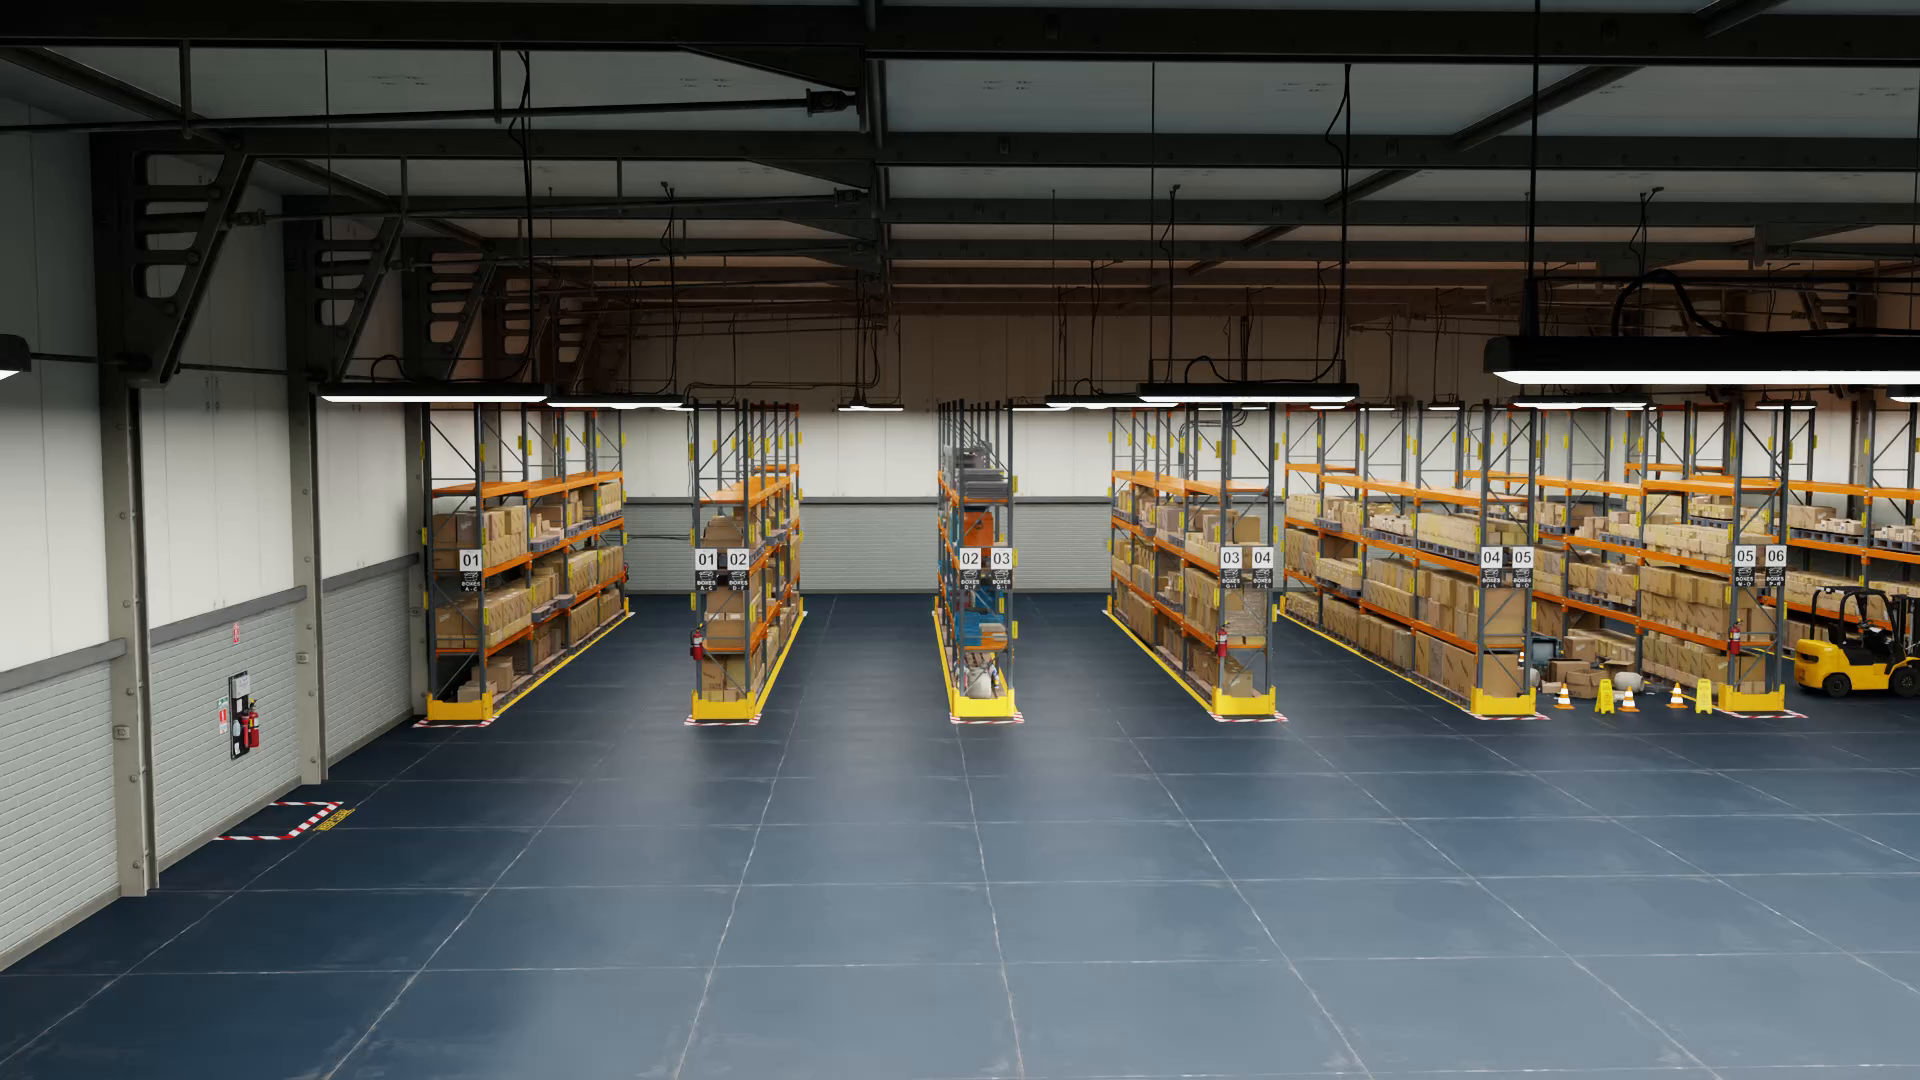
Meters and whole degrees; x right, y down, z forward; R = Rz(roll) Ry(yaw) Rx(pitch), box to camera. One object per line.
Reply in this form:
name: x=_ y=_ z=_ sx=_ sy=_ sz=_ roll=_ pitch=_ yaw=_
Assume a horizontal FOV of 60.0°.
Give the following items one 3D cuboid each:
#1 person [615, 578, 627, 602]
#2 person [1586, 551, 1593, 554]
person: x=-9.904 y=1.204 z=48.569 sx=0.406 sy=1.674 sz=0.474 roll=0 pitch=4 yaw=-3
person: x=18.187 y=1.170 z=48.342 sx=0.687 sy=1.723 sz=0.941 roll=2 pitch=5 yaw=24
